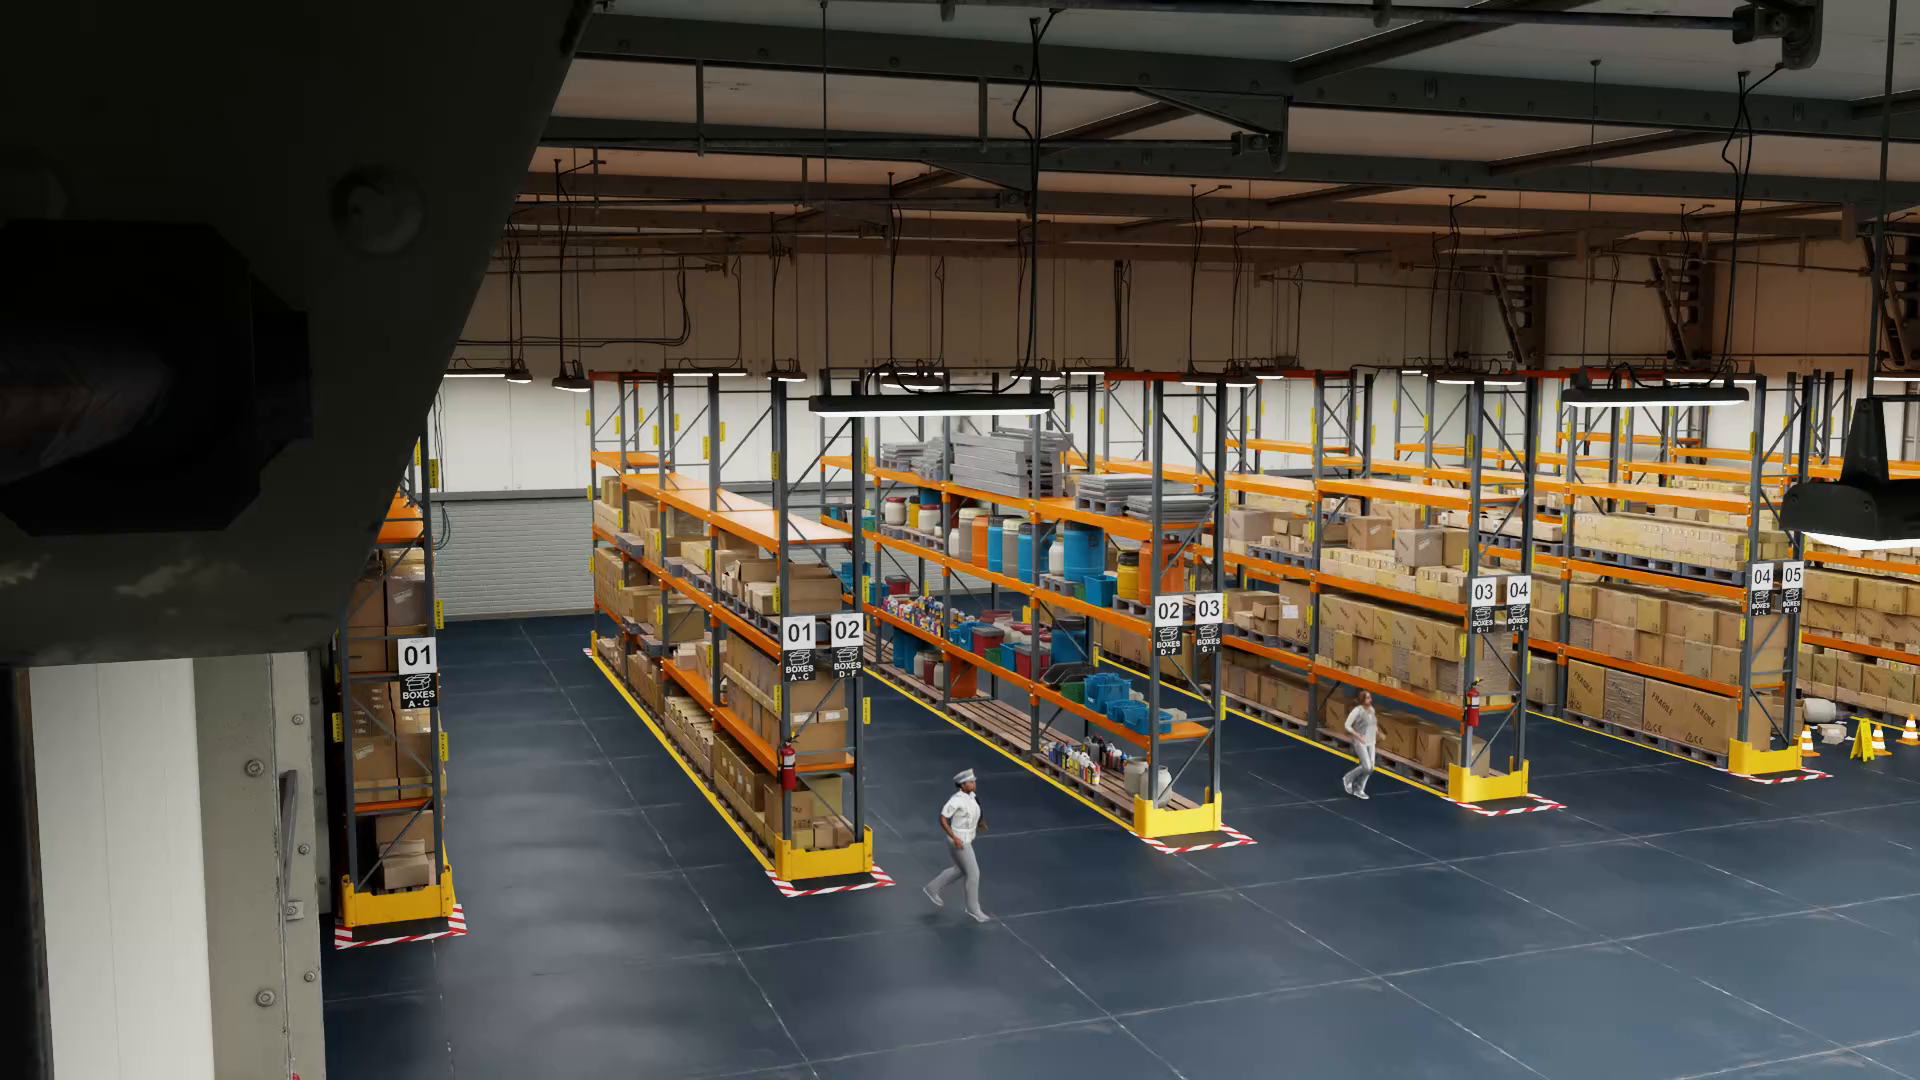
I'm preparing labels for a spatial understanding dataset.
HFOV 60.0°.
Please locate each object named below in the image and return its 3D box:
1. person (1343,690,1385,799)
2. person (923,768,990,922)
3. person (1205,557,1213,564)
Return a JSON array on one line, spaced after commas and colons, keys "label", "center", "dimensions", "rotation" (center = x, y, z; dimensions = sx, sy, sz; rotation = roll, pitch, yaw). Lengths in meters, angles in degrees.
[{"label": "person", "center": [5.775, 2.917, 23.750], "dimensions": [0.546, 1.554, 0.535], "rotation": [-4, 8, -33]}, {"label": "person", "center": [-0.024, 3.400, 18.755], "dimensions": [0.804, 1.726, 0.578], "rotation": [2, 7, 18]}, {"label": "person", "center": [6.224, 0.933, 41.182], "dimensions": [0.509, 1.635, 0.658], "rotation": [-4, 7, -29]}]
